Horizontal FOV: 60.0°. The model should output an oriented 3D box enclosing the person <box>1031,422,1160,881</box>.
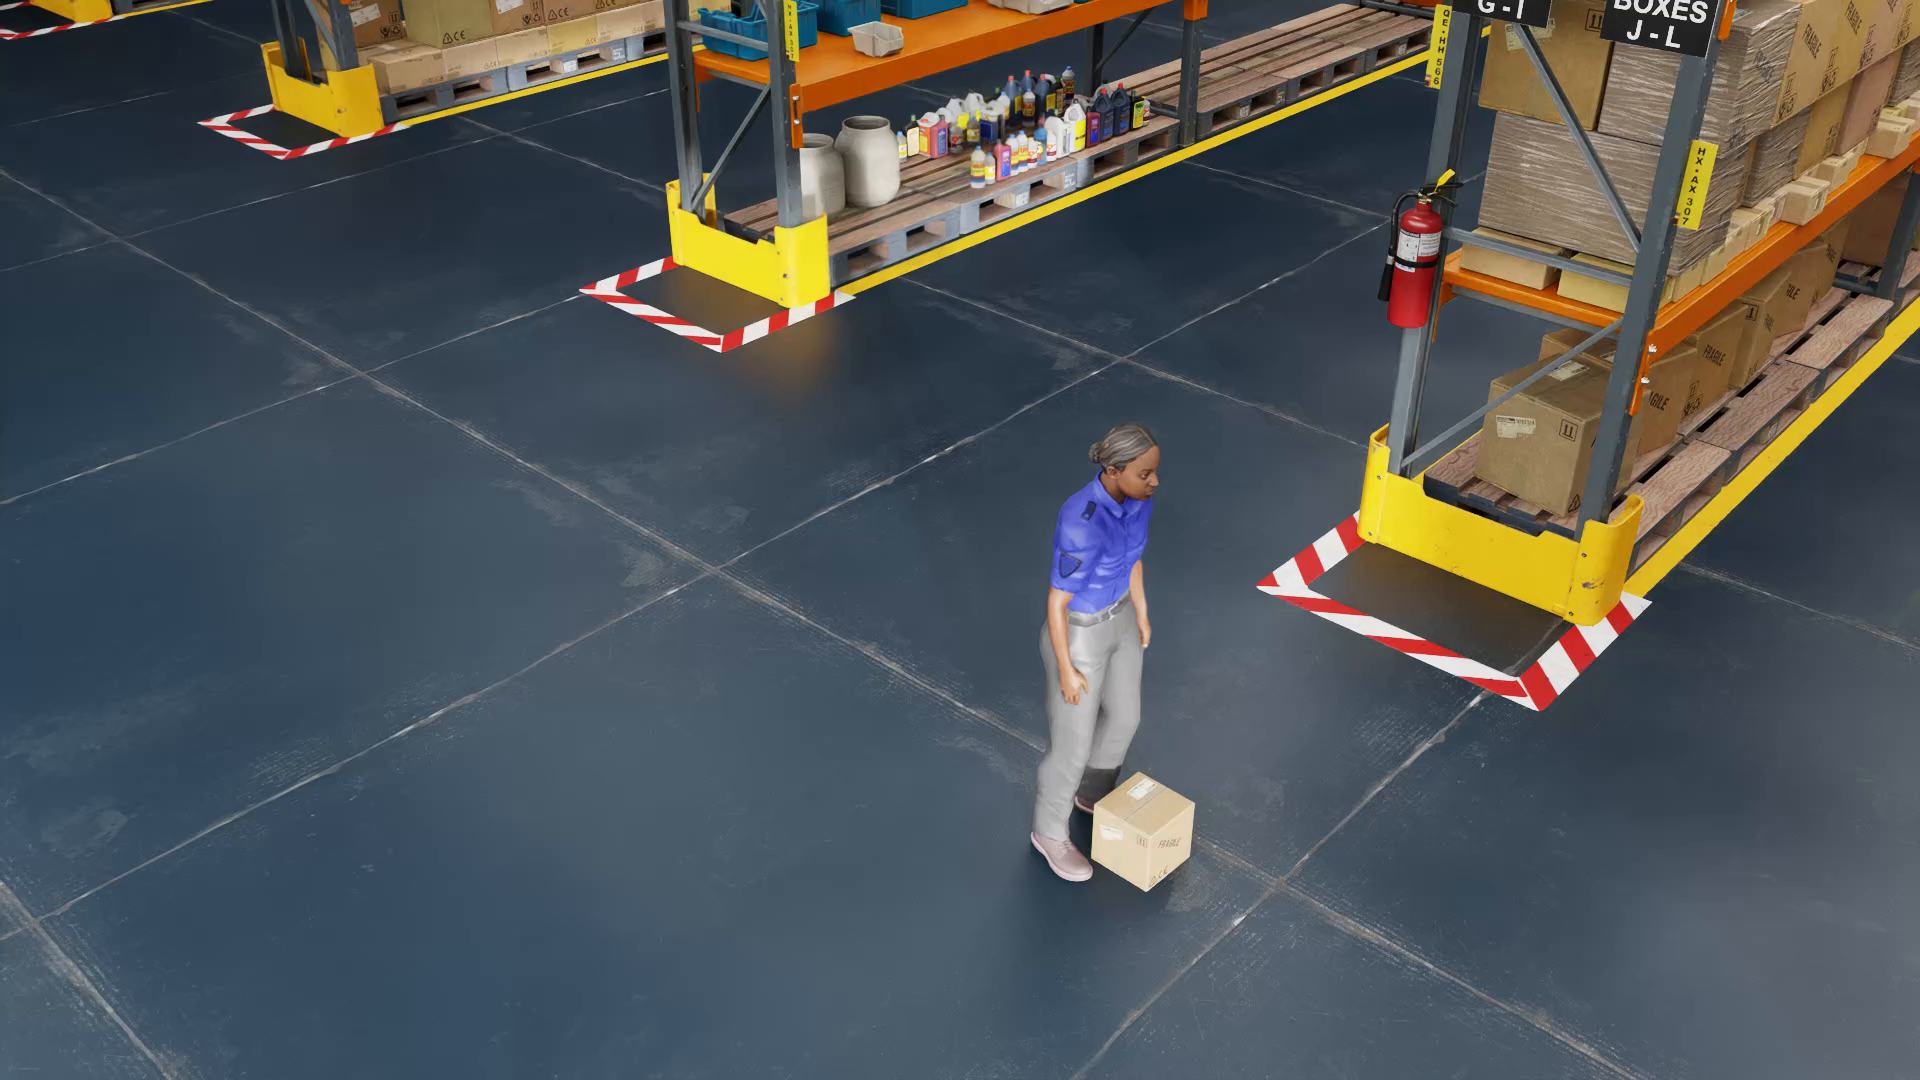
[{"bbox_3d":[0.463,0.342,5.581,0.348,1.655,0.532,23,38,33],"label":"person"}]
